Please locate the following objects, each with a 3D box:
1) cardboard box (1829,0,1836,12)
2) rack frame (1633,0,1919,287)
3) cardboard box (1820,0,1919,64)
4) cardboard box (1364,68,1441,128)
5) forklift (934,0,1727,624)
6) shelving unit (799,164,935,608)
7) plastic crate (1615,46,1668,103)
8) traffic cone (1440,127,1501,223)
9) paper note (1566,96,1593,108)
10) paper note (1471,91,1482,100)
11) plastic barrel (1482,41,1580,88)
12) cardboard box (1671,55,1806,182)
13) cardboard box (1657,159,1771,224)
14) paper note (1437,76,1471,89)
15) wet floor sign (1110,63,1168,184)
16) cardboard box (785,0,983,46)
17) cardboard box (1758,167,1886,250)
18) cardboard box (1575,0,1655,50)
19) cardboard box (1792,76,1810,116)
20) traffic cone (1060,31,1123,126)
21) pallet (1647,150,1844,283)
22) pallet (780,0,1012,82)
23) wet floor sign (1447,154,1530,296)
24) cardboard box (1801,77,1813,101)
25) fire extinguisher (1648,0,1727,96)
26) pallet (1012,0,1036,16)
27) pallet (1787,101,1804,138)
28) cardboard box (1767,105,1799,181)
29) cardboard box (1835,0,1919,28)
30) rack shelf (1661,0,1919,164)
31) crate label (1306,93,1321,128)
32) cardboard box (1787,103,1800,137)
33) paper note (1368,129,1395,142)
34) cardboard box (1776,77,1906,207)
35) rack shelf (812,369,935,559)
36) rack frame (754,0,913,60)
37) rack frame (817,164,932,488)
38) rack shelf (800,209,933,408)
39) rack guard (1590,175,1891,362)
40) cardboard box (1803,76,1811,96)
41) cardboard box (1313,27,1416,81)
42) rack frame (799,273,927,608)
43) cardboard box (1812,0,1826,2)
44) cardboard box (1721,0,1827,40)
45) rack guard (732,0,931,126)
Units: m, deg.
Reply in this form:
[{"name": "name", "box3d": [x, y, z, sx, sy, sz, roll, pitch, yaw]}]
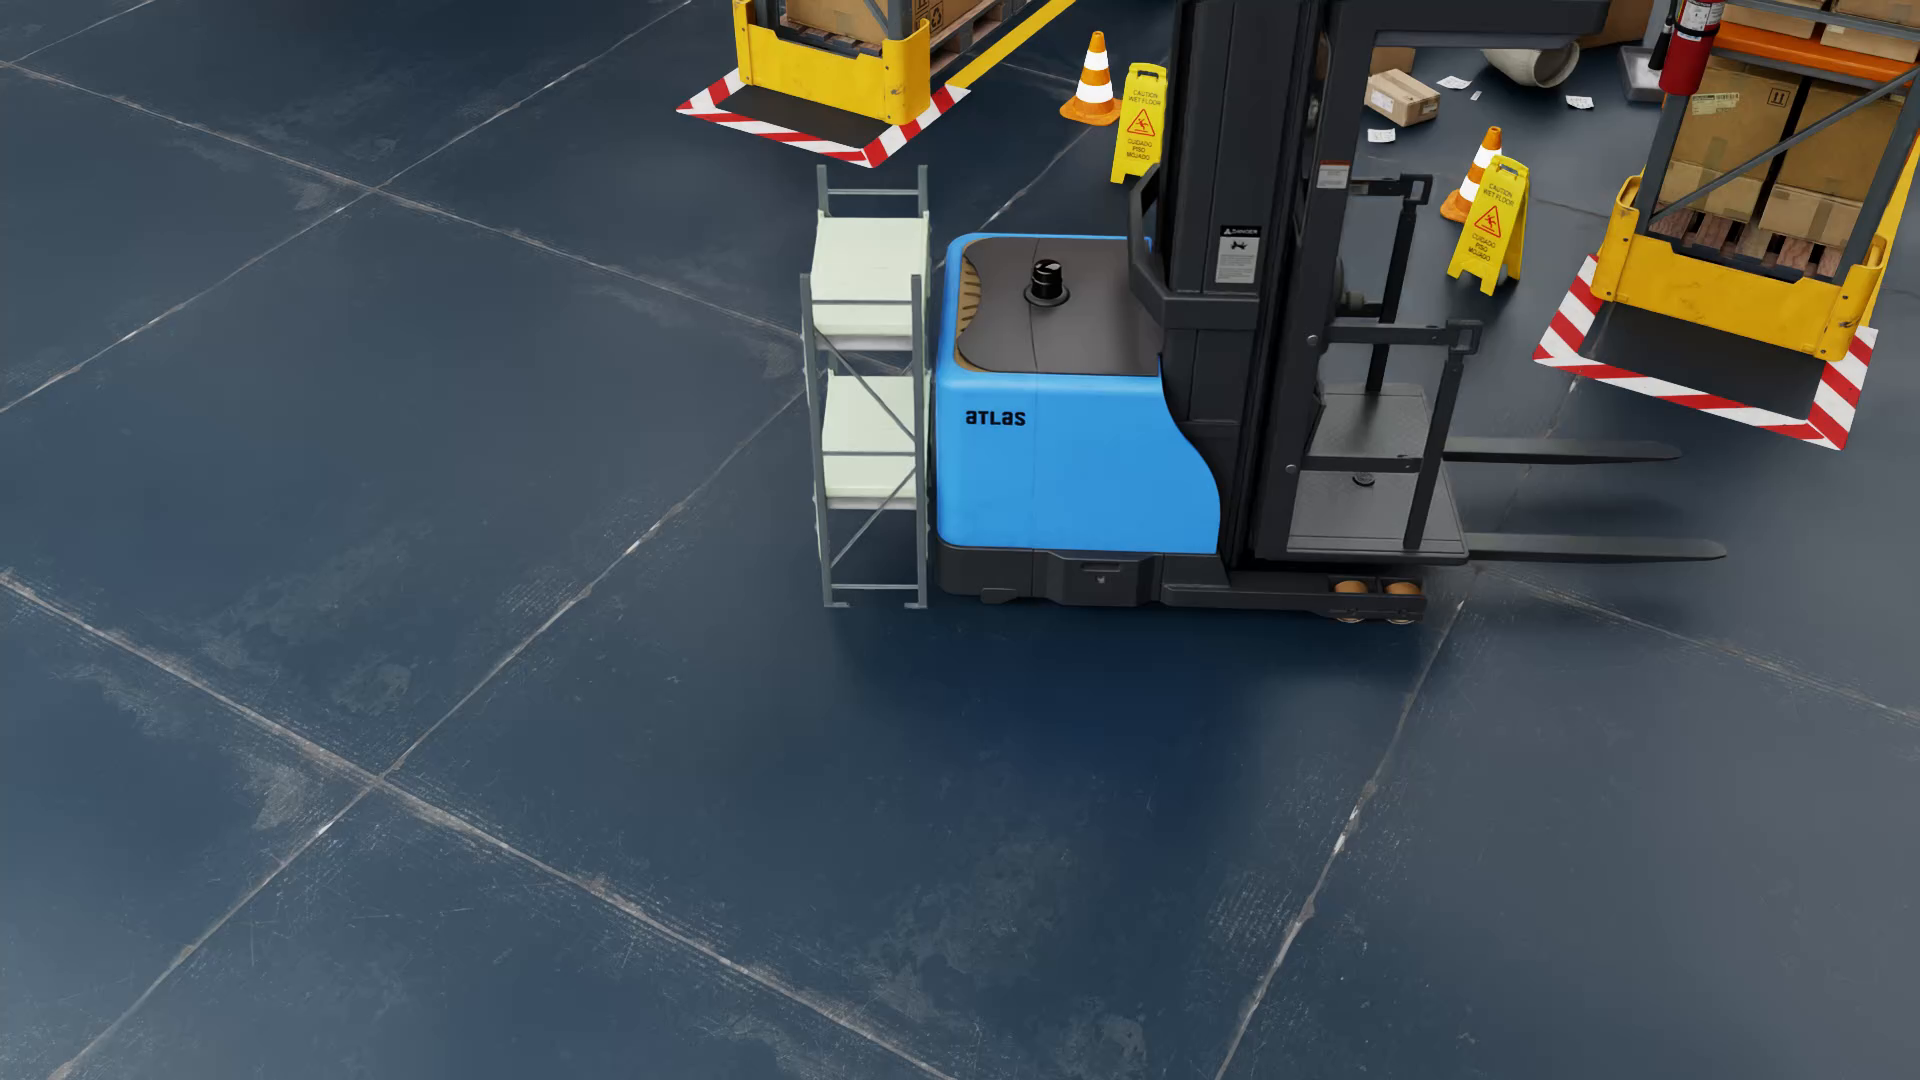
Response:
[{"name": "cardboard box", "box3d": [4.073, -2.363, 7.354, 0.380, 0.149, 0.250, 22, 46, 23]}, {"name": "rack frame", "box3d": [3.610, -2.182, 6.958, 1.000, 3.000, 0.127, 21, 45, 22]}, {"name": "cardboard box", "box3d": [3.959, -2.214, 7.184, 0.380, 0.149, 0.250, 21, 46, 22]}, {"name": "cardboard box", "box3d": [2.517, -2.530, 9.510, 0.250, 0.149, 0.380, -21, 45, -22]}, {"name": "forklift", "box3d": [1.432, -1.139, 5.825, 3.031, 2.935, 1.130, 2, 41, 2]}, {"name": "shelving unit", "box3d": [-0.323, -0.548, 6.238, 0.431, 1.500, 0.755, 0, 41, 1]}, {"name": "plastic crate", "box3d": [4.116, -2.748, 9.810, 0.402, 0.080, 0.583, 7, 42, 8]}, {"name": "traffic cone", "box3d": [2.708, -1.903, 8.561, 0.336, 0.463, 0.334, 21, 45, 22]}, {"name": "paper note", "box3d": [3.583, -2.537, 9.607, 0.142, 0.019, 0.148, 7, 42, 8]}, {"name": "paper note", "box3d": [3.006, -2.589, 9.682, 0.032, 0.001, 0.123, 21, 45, 22]}, {"name": "plastic barrel", "box3d": [3.333, -2.898, 9.721, 0.421, 0.421, 0.512, -14, 43, -15]}, {"name": "cardboard box", "box3d": [3.785, -2.134, 8.099, 0.500, 0.500, 0.500, 21, 46, 22]}, {"name": "cardboard box", "box3d": [3.793, -1.873, 8.370, 0.500, 0.250, 0.500, 21, 45, 22]}, {"name": "paper note", "box3d": [2.914, -2.699, 9.801, 0.142, 0.019, 0.148, -29, 49, -29]}, {"name": "wet floor sign", "box3d": [0.973, -2.207, 8.767, 0.267, 0.644, 0.232, 14, 43, 15]}, {"name": "cardboard box", "box3d": [-0.444, -3.532, 9.781, 0.875, 0.875, 0.875, 21, 46, 22]}, {"name": "cardboard box", "box3d": [4.253, -1.678, 8.149, 0.500, 0.250, 0.500, 21, 45, 22]}, {"name": "cardboard box", "box3d": [3.897, -3.371, 10.198, 0.500, 0.500, 0.500, -14, 43, -15]}, {"name": "cardboard box", "box3d": [4.043, -2.434, 8.439, 0.500, 0.500, 0.500, 23, 46, 24]}, {"name": "traffic cone", "box3d": [0.769, -2.644, 9.402, 0.336, 0.463, 0.334, 21, 45, 22]}, {"name": "pallet", "box3d": [4.085, -1.632, 8.444, 1.003, 0.211, 1.213, 21, 45, 22]}, {"name": "pallet", "box3d": [-0.394, -3.198, 10.222, 1.003, 0.211, 1.213, 21, 45, 22]}, {"name": "wet floor sign", "box3d": [2.588, -1.544, 8.015, 0.232, 0.644, 0.267, -29, 49, -29]}, {"name": "cardboard box", "box3d": [4.562, -2.735, 9.349, 0.500, 0.250, 0.500, 20, 45, 22]}, {"name": "fire extinguisher", "box3d": [3.154, -2.240, 7.083, 0.296, 0.674, 0.183, 21, 45, 22]}, {"name": "pallet", "box3d": [0.217, -3.894, 11.012, 1.003, 0.211, 1.213, 21, 45, 22]}, {"name": "pallet", "box3d": [4.696, -2.328, 9.234, 1.003, 0.211, 1.213, 21, 45, 22]}, {"name": "cardboard box", "box3d": [4.047, -2.153, 8.688, 0.500, 0.250, 0.500, 21, 46, 22]}, {"name": "cardboard box", "box3d": [4.087, -2.511, 7.031, 0.500, 0.500, 0.500, 20, 45, 21]}, {"name": "rack shelf", "box3d": [4.611, -3.057, 8.496, 1.077, 0.370, 4.000, 21, 45, 22]}, {"name": "crate label", "box3d": [1.917, -2.424, 9.398, 0.250, 0.136, 0.298, 0, 41, 0]}, {"name": "cardboard box", "box3d": [4.305, -2.455, 9.030, 0.500, 0.250, 0.500, 19, 45, 21]}, {"name": "paper note", "box3d": [2.360, -2.267, 9.301, 0.148, 0.019, 0.142, 7, 42, 8]}, {"name": "cardboard box", "box3d": [4.264, -1.973, 7.917, 0.500, 0.500, 0.500, 19, 45, 21]}, {"name": "rack shelf", "box3d": [-0.323, -0.304, 6.453, 0.431, 0.370, 0.720, 0, 41, 1]}, {"name": "rack frame", "box3d": [-0.726, -3.762, 8.752, 1.000, 3.000, 0.127, 21, 45, 22]}, {"name": "rack frame", "box3d": [-0.319, -0.790, 6.512, 0.400, 1.500, 0.023, 0, 41, 1]}, {"name": "rack shelf", "box3d": [-0.323, -0.841, 5.980, 0.431, 0.370, 0.720, 0, 41, 1]}, {"name": "rack guard", "box3d": [3.648, -1.288, 7.834, 1.175, 0.500, 0.348, 21, 45, 22]}, {"name": "cardboard box", "box3d": [4.302, -2.720, 8.765, 0.500, 0.500, 0.500, 20, 45, 21]}, {"name": "cardboard box", "box3d": [2.297, -3.088, 9.876, 0.797, 0.503, 0.637, -7, 42, -7]}, {"name": "rack frame", "box3d": [-0.327, -0.306, 5.963, 0.400, 1.500, 0.023, 0, 41, 1]}, {"name": "cardboard box", "box3d": [3.643, -2.733, 7.283, 0.500, 0.500, 0.500, 20, 45, 21]}, {"name": "cardboard box", "box3d": [3.612, -2.373, 7.365, 0.380, 0.149, 0.250, 22, 46, 23]}, {"name": "rack guard", "box3d": [-0.738, -2.810, 9.562, 1.175, 0.500, 0.348, 21, 45, 22]}]
